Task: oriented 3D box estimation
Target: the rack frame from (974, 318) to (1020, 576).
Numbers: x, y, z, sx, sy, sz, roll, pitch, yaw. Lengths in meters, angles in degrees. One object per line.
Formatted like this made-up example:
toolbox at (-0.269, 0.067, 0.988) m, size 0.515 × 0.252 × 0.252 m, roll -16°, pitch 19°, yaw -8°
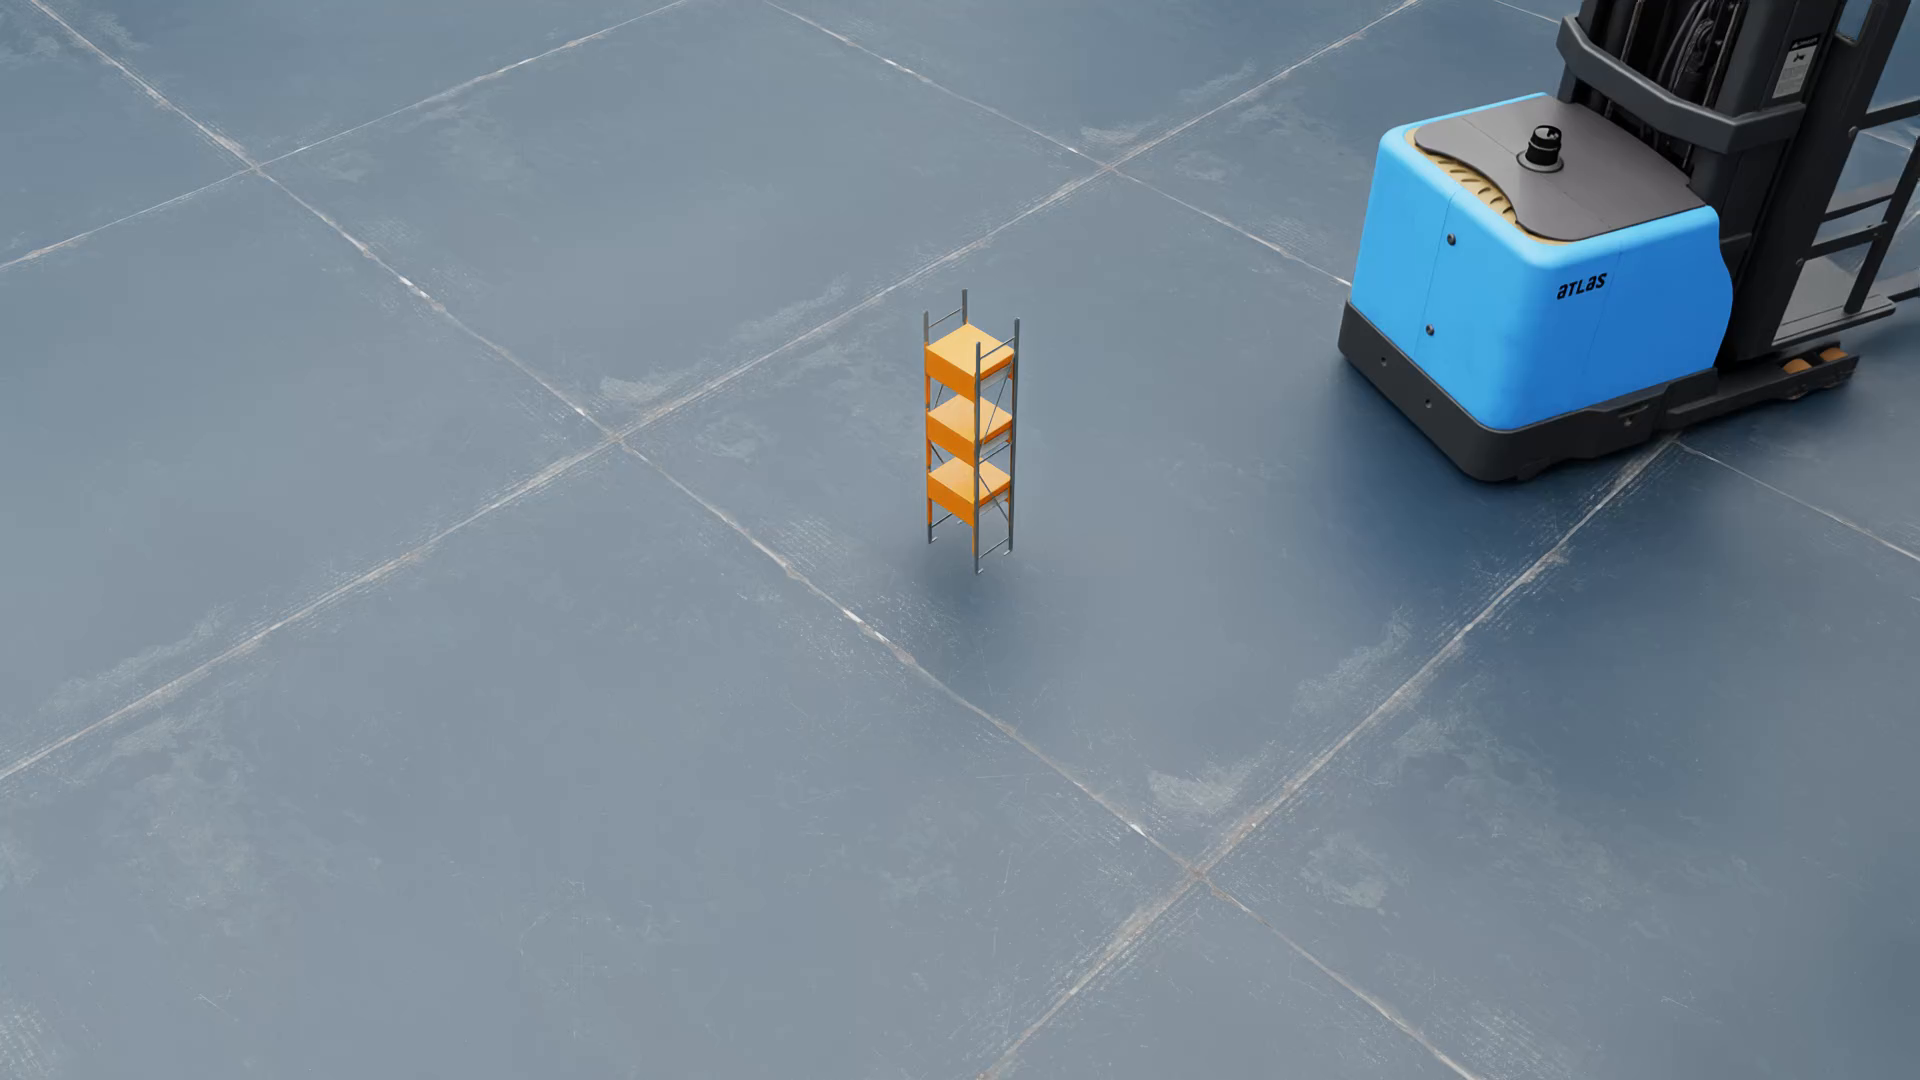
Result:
rack frame at (0.124, -0.301, 5.802) m, size 0.200 × 1.050 × 0.008 m, roll -34°, pitch 53°, yaw -31°

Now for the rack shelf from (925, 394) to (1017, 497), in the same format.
rack shelf at (0.038, -0.352, 5.873) m, size 0.215 × 0.259 × 0.240 m, roll -34°, pitch 53°, yaw -31°

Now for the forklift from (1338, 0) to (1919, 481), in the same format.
forklift at (3.160, -1.969, 6.221) m, size 3.031 × 2.935 × 1.130 m, roll -17°, pitch 45°, yaw -17°

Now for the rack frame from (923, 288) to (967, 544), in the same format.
rack frame at (-0.048, -0.418, 5.929) m, size 0.200 × 1.050 × 0.008 m, roll -34°, pitch 53°, yaw -31°

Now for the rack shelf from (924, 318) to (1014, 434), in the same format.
rack shelf at (0.038, -0.561, 5.680) m, size 0.215 × 0.259 × 0.240 m, roll -34°, pitch 53°, yaw -31°

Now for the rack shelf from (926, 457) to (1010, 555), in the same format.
rack shelf at (0.038, -0.148, 6.062) m, size 0.215 × 0.259 × 0.240 m, roll -34°, pitch 53°, yaw -31°

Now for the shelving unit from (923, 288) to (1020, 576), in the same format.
shelving unit at (0.038, -0.360, 5.866) m, size 0.215 × 1.050 × 0.252 m, roll -34°, pitch 53°, yaw -31°
